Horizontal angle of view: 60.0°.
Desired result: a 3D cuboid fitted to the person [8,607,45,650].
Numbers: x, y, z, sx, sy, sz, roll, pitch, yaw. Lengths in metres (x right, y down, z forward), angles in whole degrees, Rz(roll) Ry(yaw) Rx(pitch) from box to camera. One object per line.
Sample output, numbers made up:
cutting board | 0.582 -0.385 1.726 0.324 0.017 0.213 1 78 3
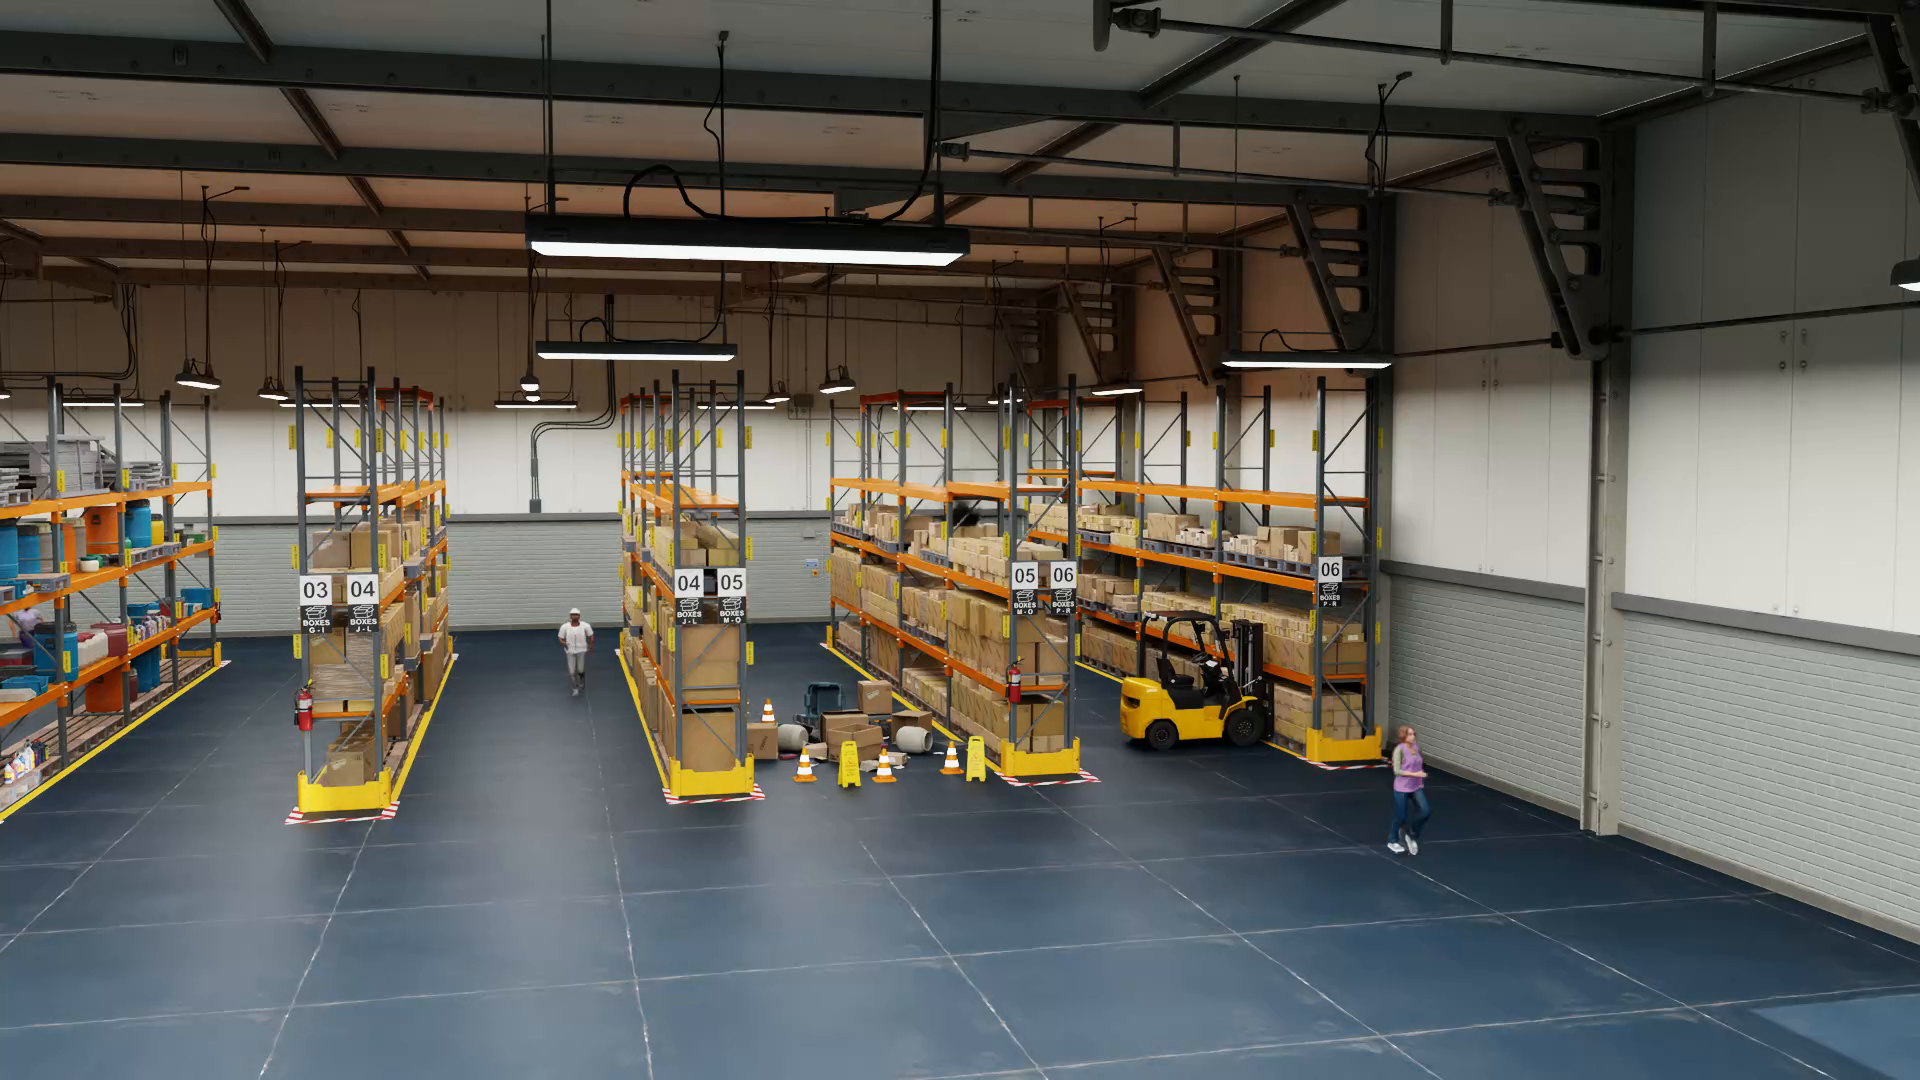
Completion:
person | -19.939 2.077 35.642 0.778 1.675 0.697 3 5 44

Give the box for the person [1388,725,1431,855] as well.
person | 5.400 3.006 19.970 0.510 1.578 0.644 -2 4 -26

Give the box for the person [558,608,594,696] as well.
person | -7.535 2.197 32.629 0.700 1.723 0.582 -1 3 -11
